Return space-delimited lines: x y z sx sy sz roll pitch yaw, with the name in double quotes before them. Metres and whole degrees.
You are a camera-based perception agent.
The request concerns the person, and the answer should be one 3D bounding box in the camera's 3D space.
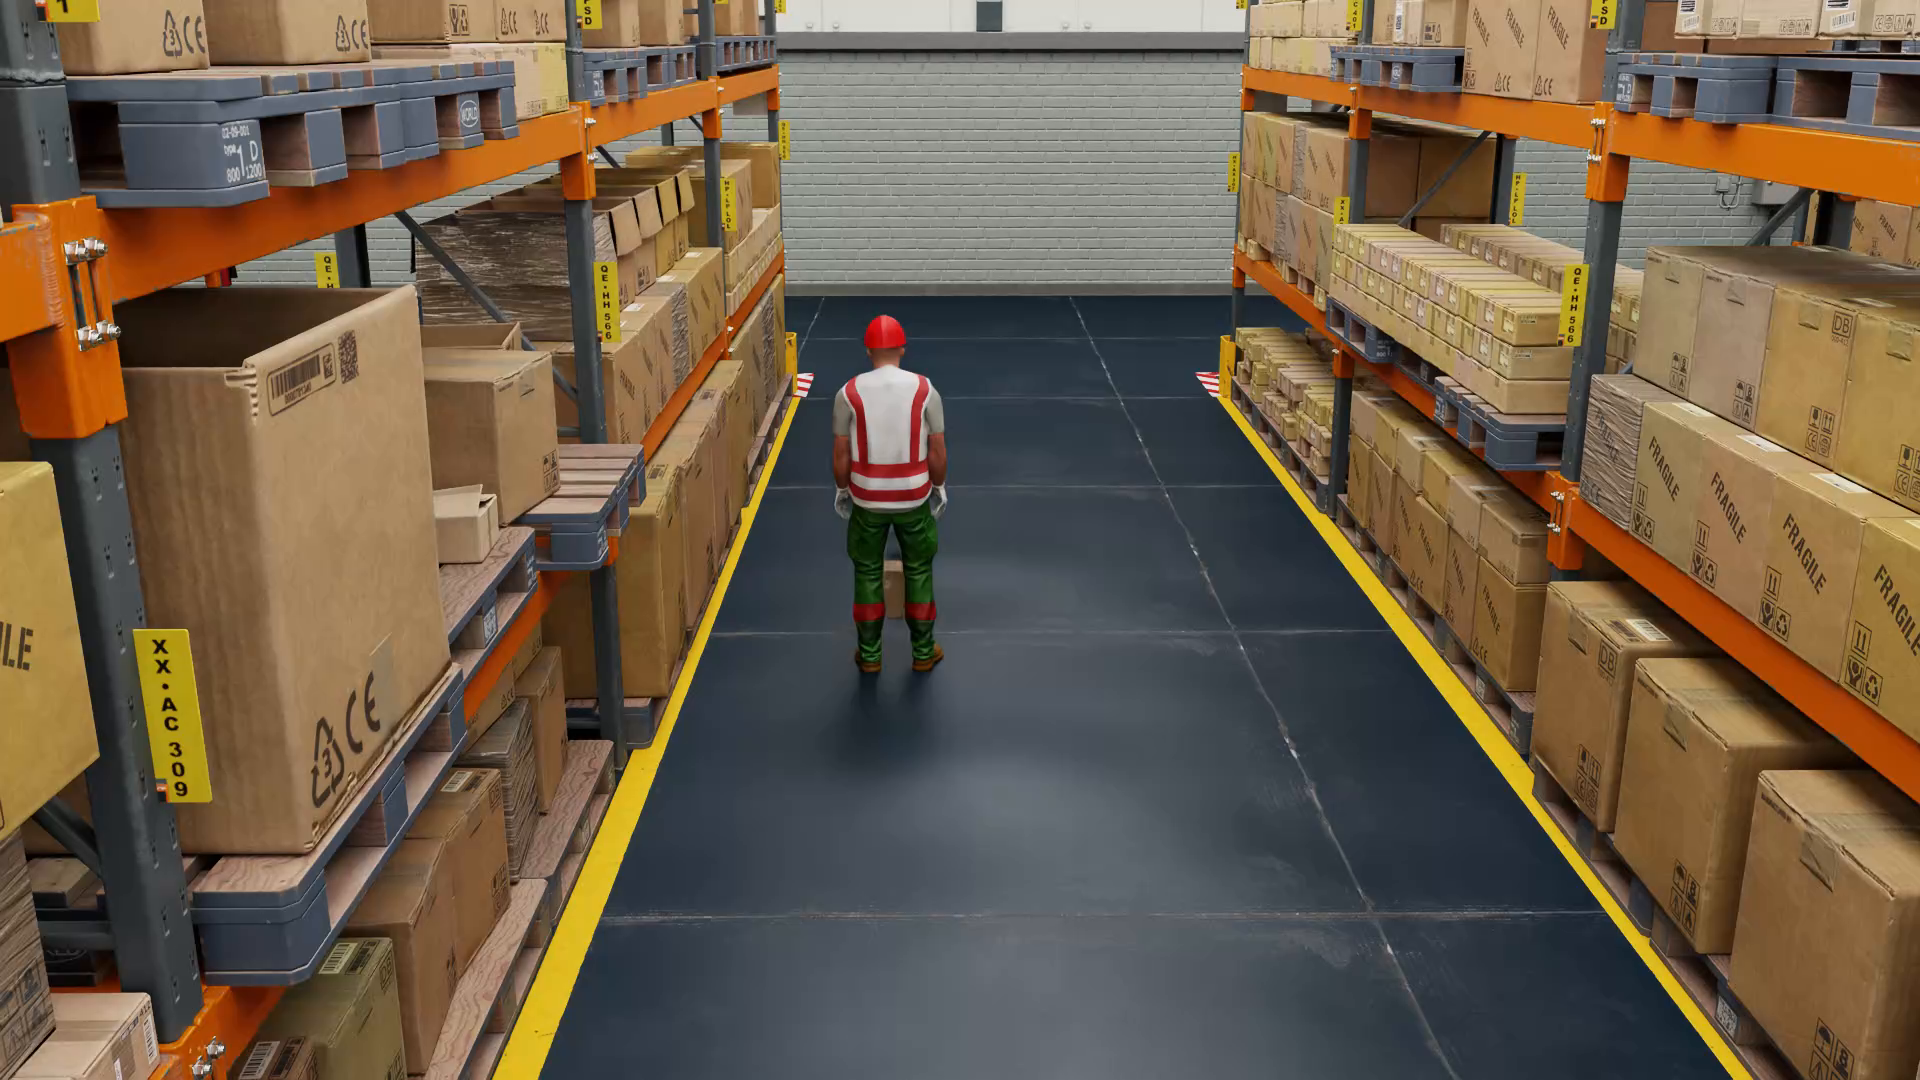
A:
"person" -0.343 -0.213 8.213 0.563 1.782 0.431 -1 17 -3
